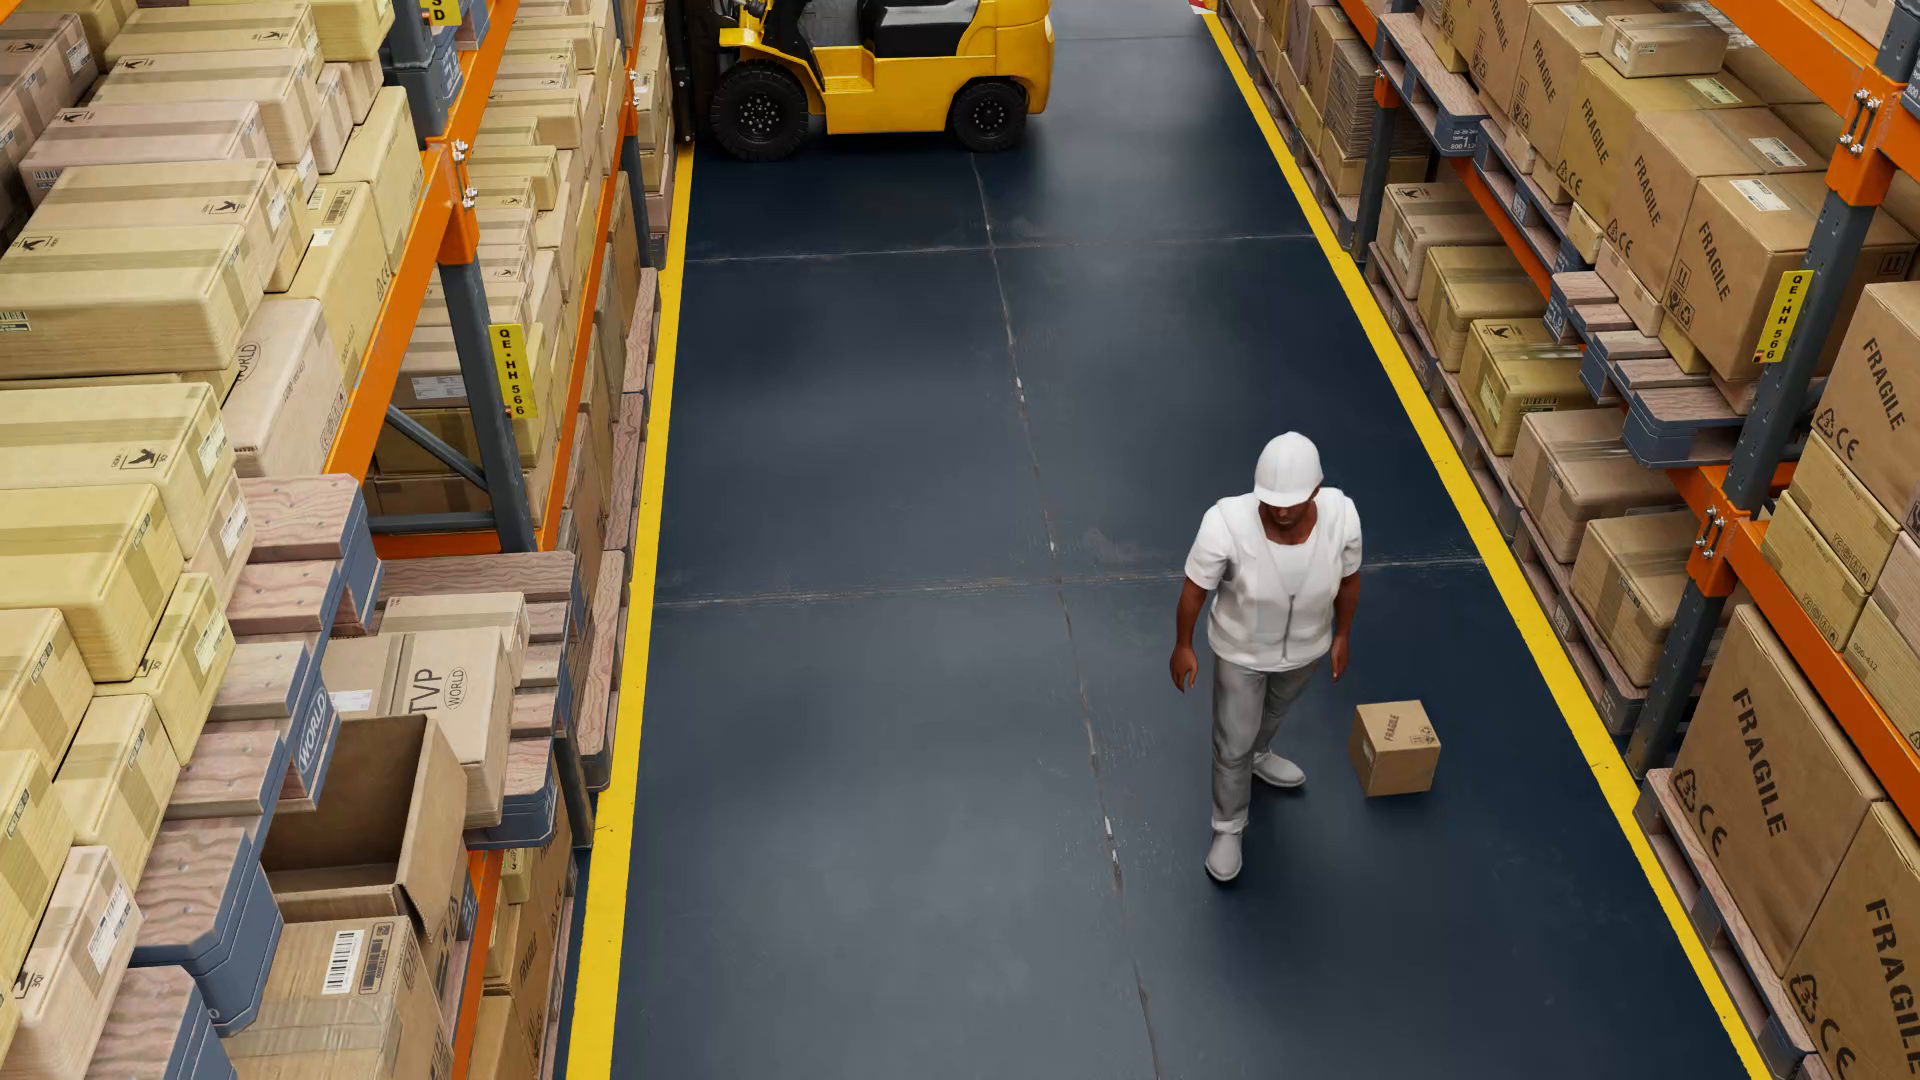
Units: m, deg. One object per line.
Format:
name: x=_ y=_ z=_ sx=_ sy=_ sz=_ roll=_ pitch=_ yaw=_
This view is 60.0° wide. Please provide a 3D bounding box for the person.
person: x=1.043 y=0.363 z=5.691 sx=0.627 sy=1.766 sz=0.626 roll=-7 pitch=39 yaw=-9
